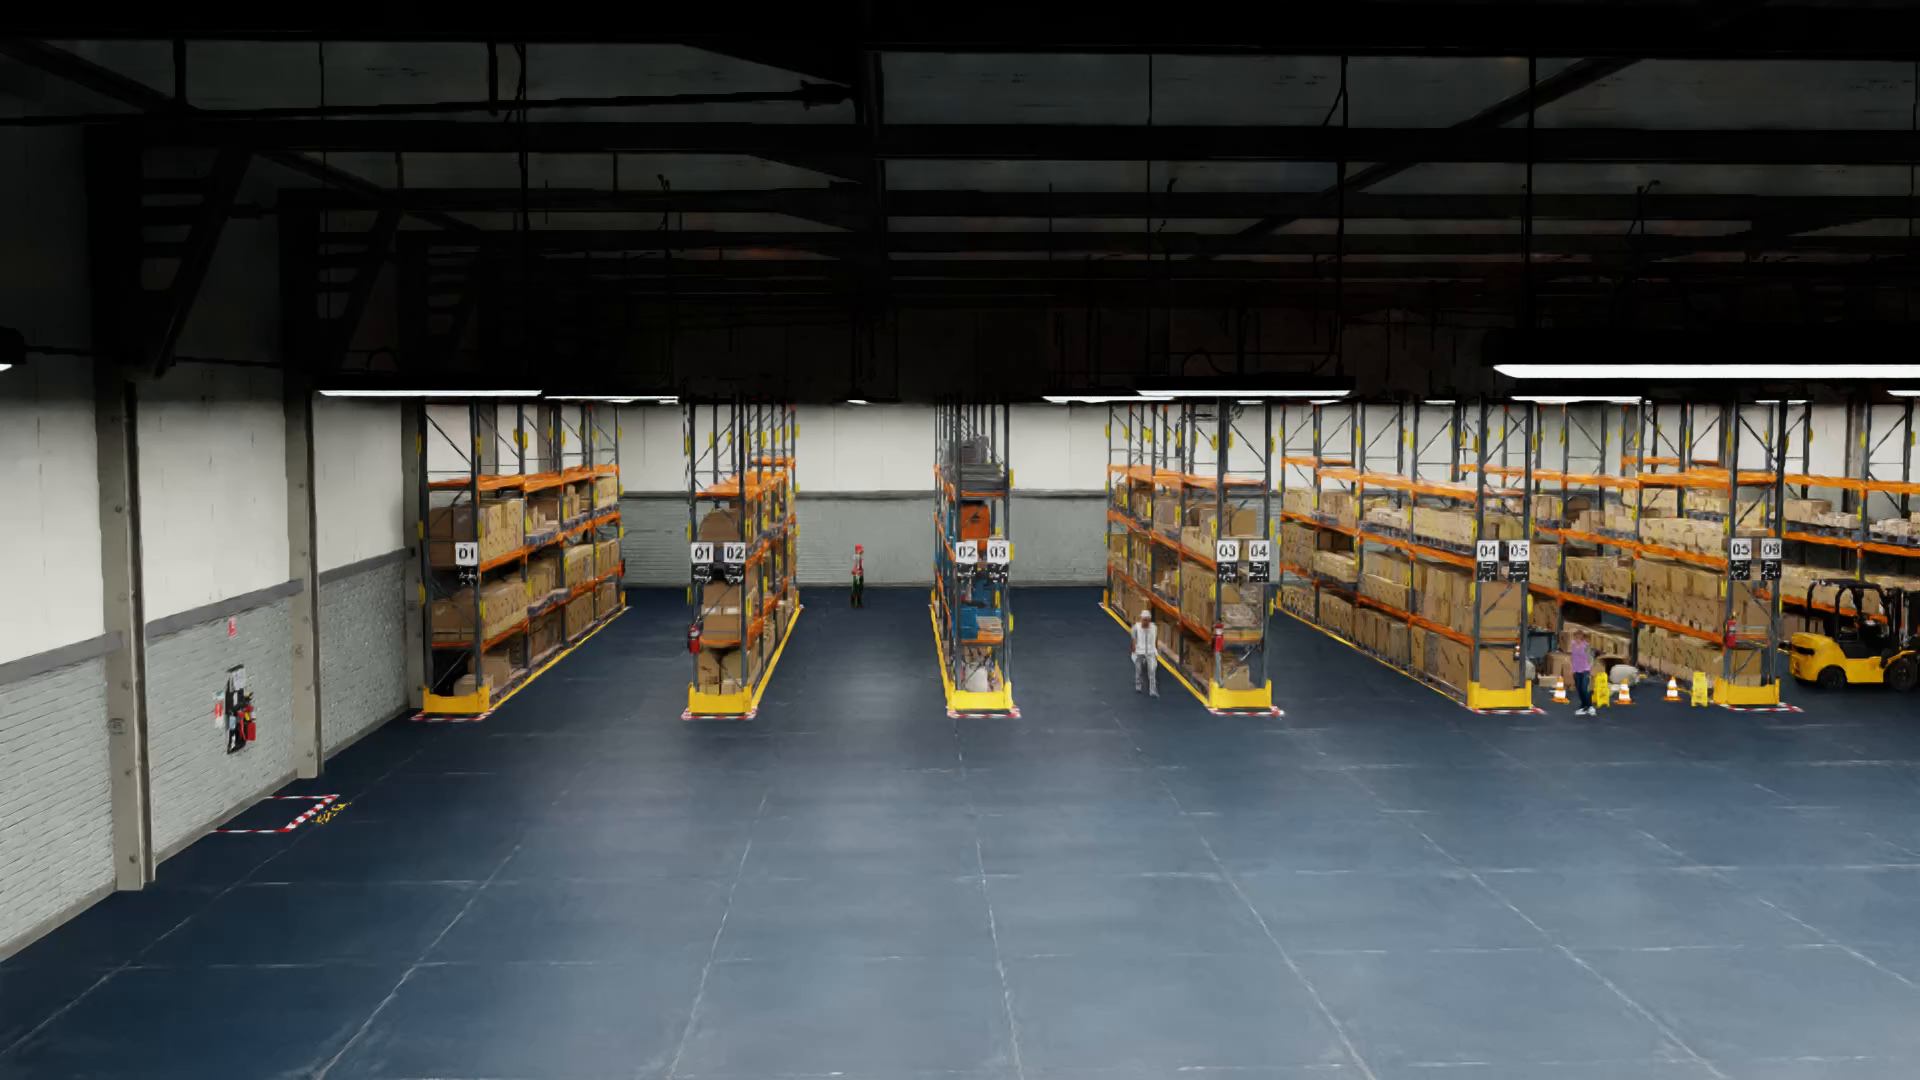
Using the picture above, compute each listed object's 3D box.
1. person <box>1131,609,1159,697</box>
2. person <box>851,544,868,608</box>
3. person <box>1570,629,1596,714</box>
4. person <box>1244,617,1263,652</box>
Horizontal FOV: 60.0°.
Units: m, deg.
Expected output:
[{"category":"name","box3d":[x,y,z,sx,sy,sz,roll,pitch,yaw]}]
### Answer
[{"category":"person","box3d":[3.666,2.218,32.965,0.566,1.706,1.122,0,5,0]},{"category":"person","box3d":[-2.887,1.012,47.435,0.403,1.791,0.634,1,5,15]},{"category":"person","box3d":[11.563,2.447,30.859,0.362,1.592,0.526,-3,5,-34]},{"category":"person","box3d":[6.918,1.833,38.859,0.580,1.573,0.507,0,5,-4]}]
